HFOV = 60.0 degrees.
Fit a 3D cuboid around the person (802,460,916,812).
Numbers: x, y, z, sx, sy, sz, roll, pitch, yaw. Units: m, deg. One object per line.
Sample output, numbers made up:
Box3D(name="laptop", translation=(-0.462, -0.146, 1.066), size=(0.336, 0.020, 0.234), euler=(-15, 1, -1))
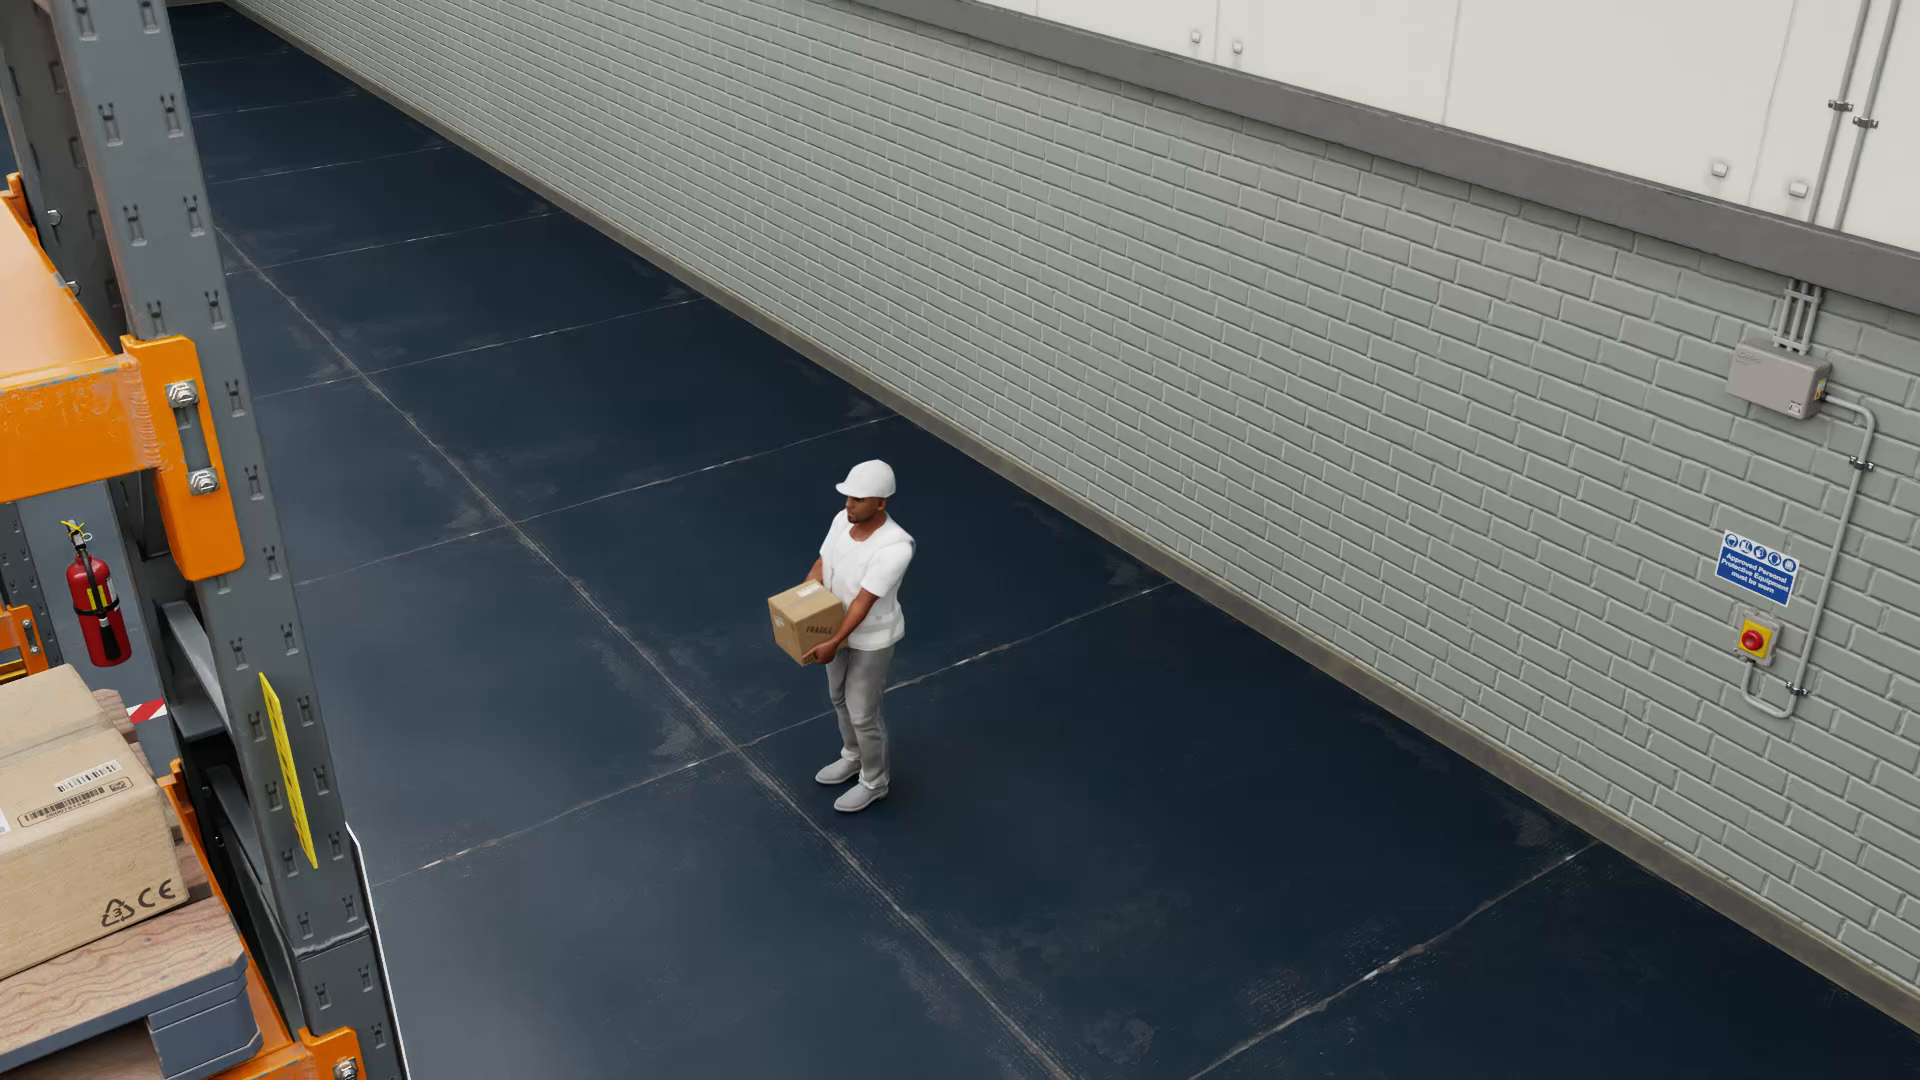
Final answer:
Box3D(name="person", translation=(-0.534, 0.466, 7.744), size=(0.585, 1.760, 0.504), euler=(-18, 33, -30))
